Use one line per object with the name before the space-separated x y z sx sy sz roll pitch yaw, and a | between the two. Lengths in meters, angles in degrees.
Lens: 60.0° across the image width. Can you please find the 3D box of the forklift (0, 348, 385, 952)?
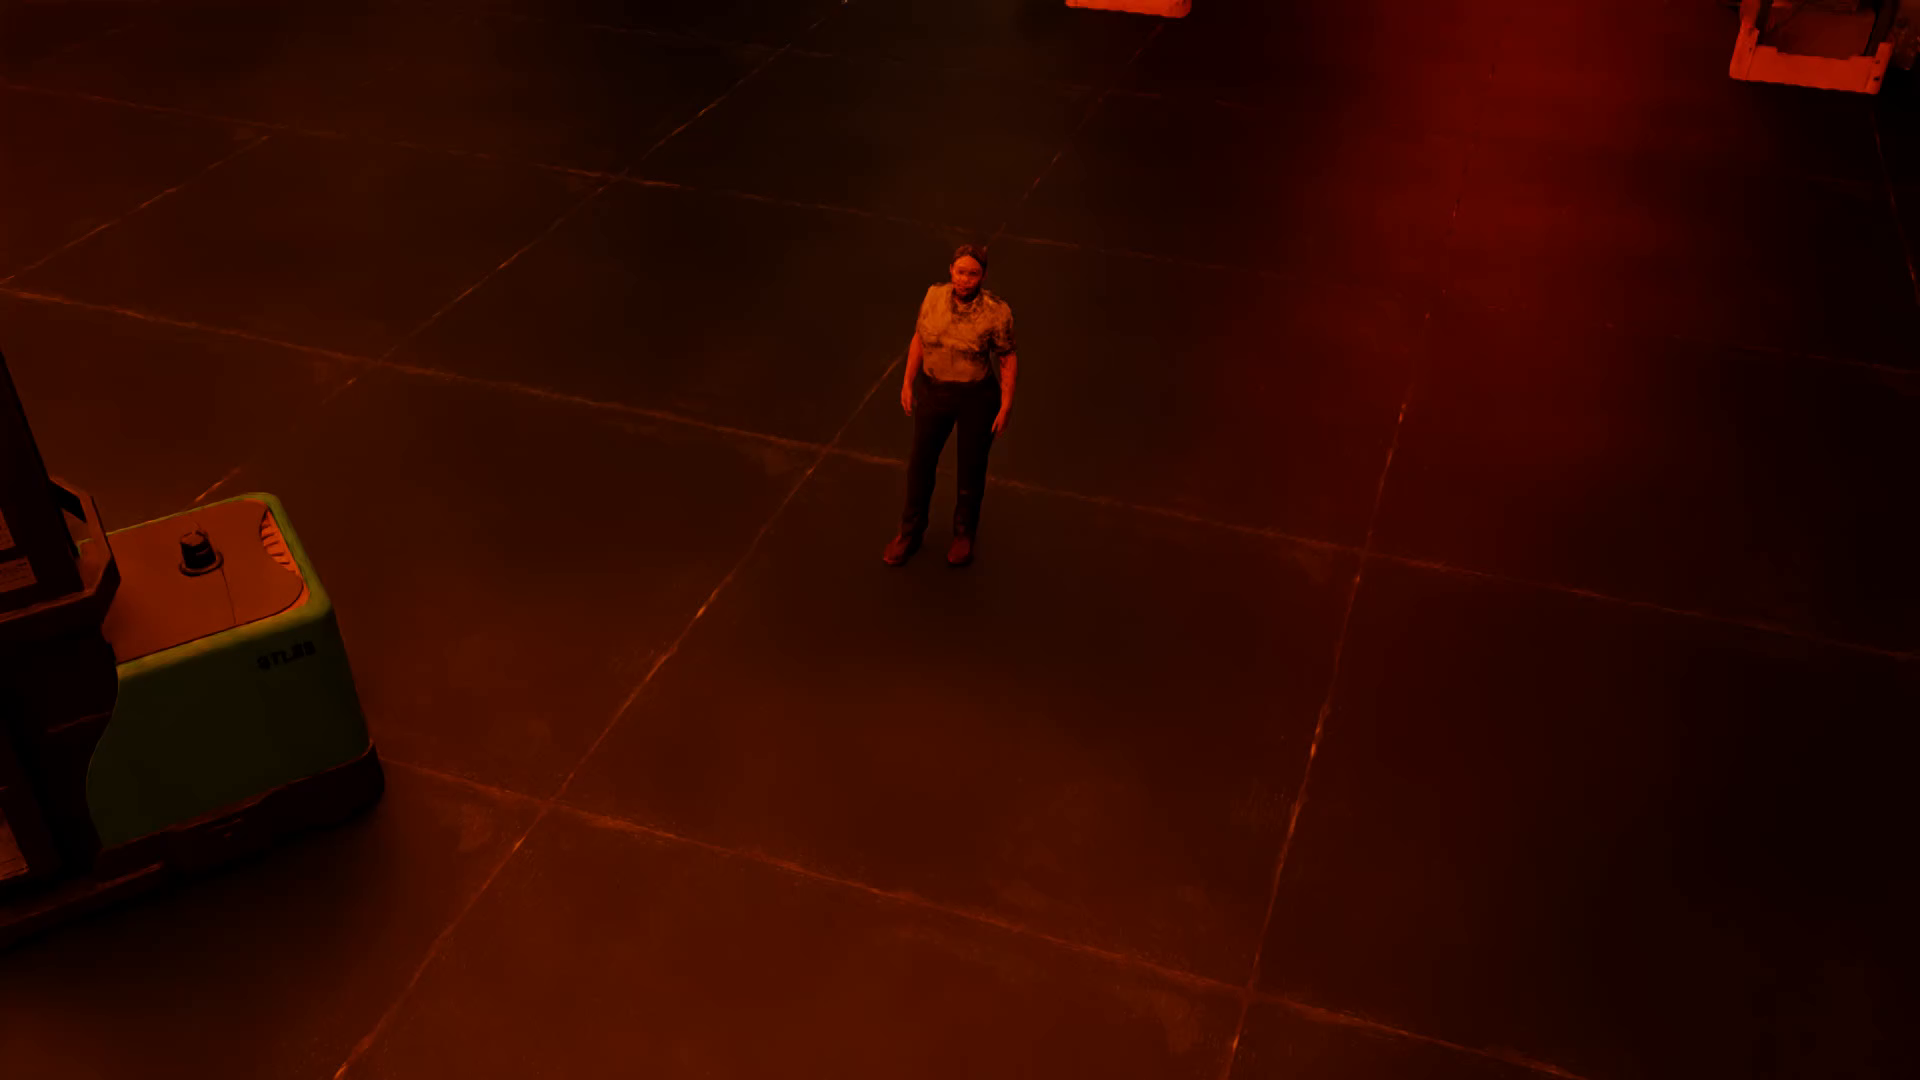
forklift | -3.963 0.137 5.918 3.031 2.935 1.130 -20 40 -25

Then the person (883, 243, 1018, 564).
person | -0.051 -0.633 8.101 0.599 1.650 0.502 12 37 16
